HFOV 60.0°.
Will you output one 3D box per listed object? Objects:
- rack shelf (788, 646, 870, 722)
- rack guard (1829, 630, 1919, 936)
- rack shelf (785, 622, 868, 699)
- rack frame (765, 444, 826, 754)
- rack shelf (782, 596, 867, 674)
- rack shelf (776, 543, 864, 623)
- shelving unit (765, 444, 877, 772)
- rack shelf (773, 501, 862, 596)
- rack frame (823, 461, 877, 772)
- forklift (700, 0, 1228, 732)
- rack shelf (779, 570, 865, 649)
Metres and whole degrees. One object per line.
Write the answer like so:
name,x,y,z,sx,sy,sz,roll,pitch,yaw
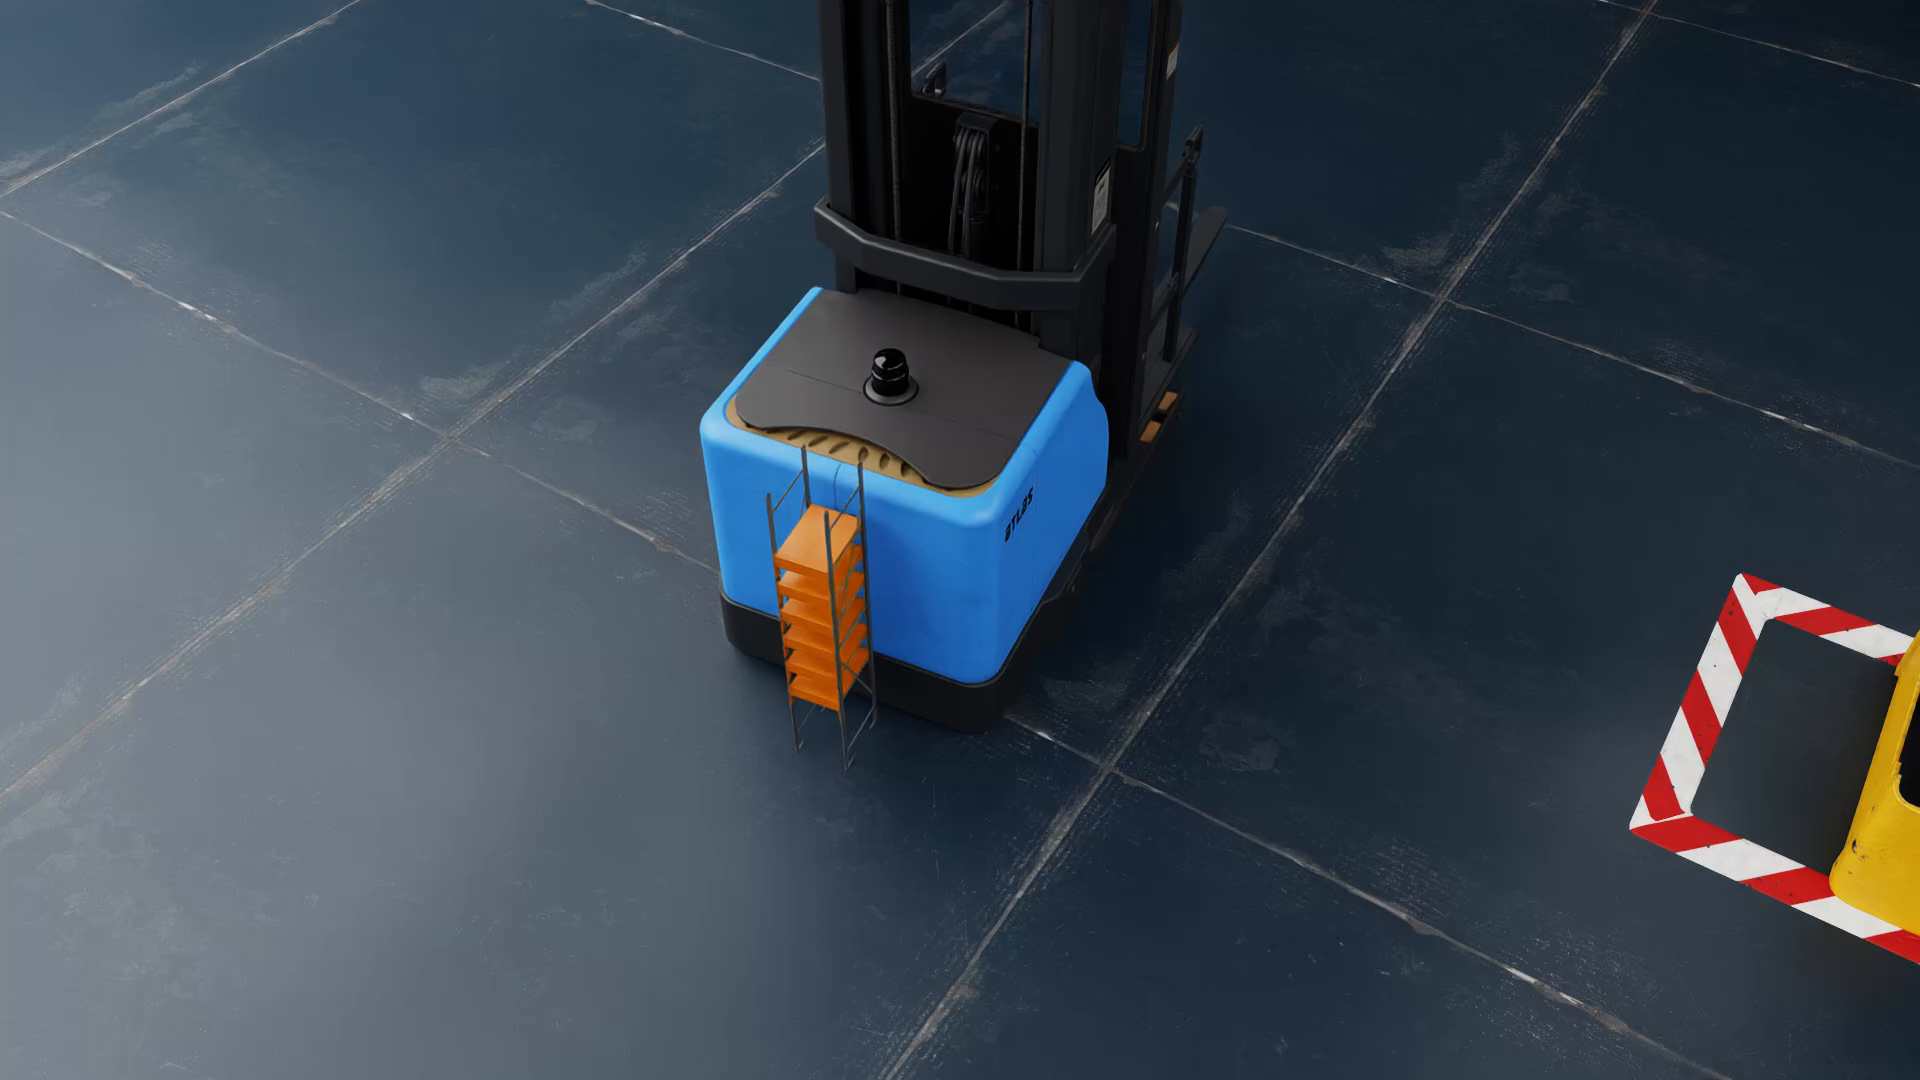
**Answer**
rack shelf,-0.416,0.441,5.381,0.180,0.103,0.258,17,48,16
rack guard,3.154,0.641,5.279,0.348,0.500,1.175,25,51,22
rack shelf,-0.416,0.358,5.295,0.180,0.103,0.258,17,48,16
rack frame,-0.500,0.217,5.202,0.006,1.200,0.240,17,48,16
rack shelf,-0.416,0.274,5.209,0.180,0.103,0.258,17,48,16
rack shelf,-0.416,0.107,5.037,0.180,0.103,0.258,17,48,16
shelving unit,-0.416,0.243,5.177,0.189,1.200,0.258,17,48,16
rack shelf,-0.416,0.023,4.951,0.180,0.103,0.258,17,48,16
rack frame,-0.332,0.269,5.152,0.006,1.200,0.240,17,48,16
forklift,0.250,-1.450,5.615,1.130,2.935,3.031,18,49,17
rack shelf,-0.416,0.191,5.123,0.180,0.103,0.258,17,48,16
